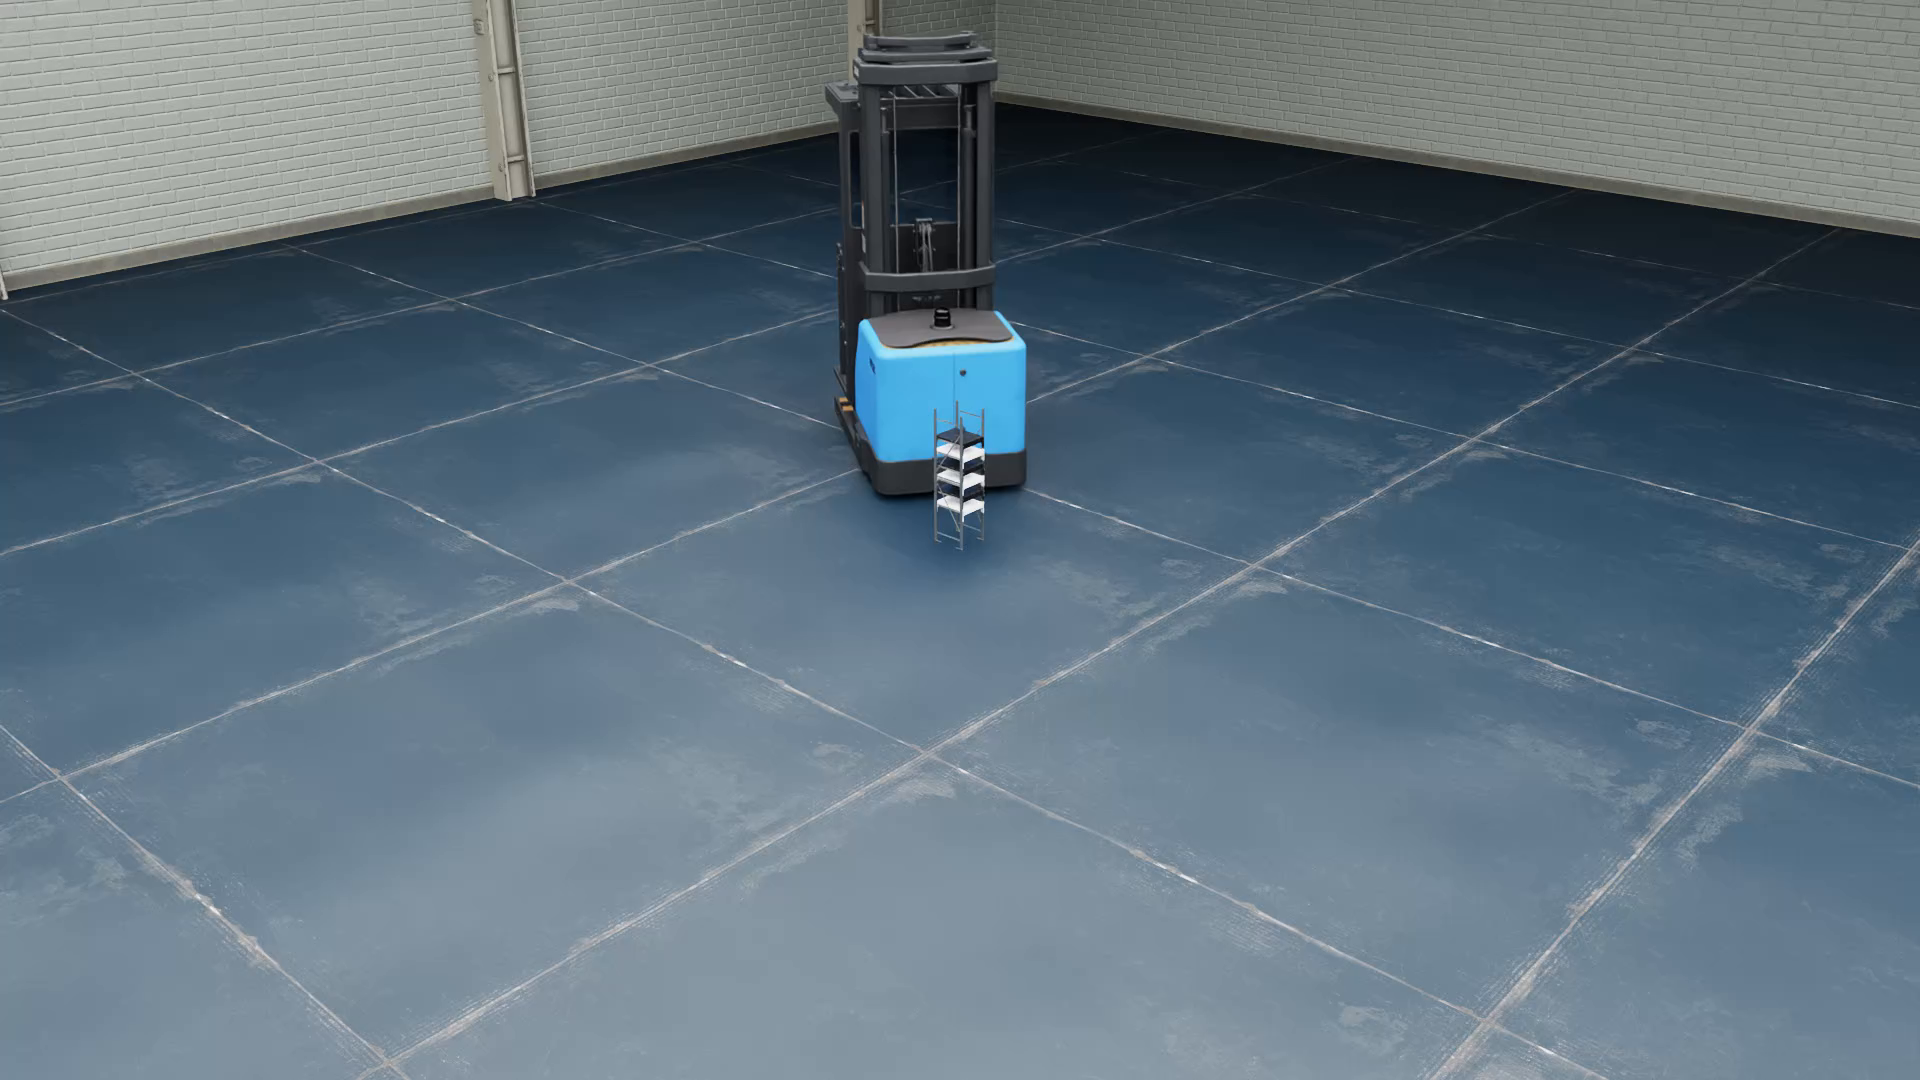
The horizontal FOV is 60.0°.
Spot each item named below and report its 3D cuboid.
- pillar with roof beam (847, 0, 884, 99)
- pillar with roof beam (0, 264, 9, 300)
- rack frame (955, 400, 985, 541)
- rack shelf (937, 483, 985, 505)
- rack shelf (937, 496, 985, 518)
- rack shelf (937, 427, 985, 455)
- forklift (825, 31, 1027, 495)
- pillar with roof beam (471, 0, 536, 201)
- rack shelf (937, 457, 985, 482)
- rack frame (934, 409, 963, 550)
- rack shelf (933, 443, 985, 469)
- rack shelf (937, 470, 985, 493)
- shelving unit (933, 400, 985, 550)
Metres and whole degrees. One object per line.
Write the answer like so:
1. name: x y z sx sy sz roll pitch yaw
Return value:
1. pillar with roof beam: 1.873 -8.878 19.551 9.100 9.000 0.400 20 31 38
2. pillar with roof beam: -6.136 -5.222 11.397 9.100 9.000 0.400 20 31 38
3. rack frame: 0.062 -0.439 10.629 0.240 0.900 0.006 20 31 38
4. rack shelf: -0.005 -0.296 10.611 0.258 0.077 0.200 20 31 38
5. rack shelf: -0.005 -0.213 10.648 0.258 0.077 0.200 20 31 38
6. rack shelf: -0.005 -0.624 10.464 0.258 0.077 0.200 20 31 38
7. forklift: -0.352 -2.218 12.115 1.130 2.935 3.031 -5 25 -11
8. pillar with roof beam: -2.132 -7.050 15.474 9.100 9.000 0.400 20 31 38
9. rack shelf: -0.005 -0.460 10.537 0.258 0.077 0.200 20 31 38
10. rack frame: -0.073 -0.377 10.491 0.240 0.900 0.006 20 31 38
11. rack shelf: -0.005 -0.542 10.500 0.258 0.077 0.200 20 31 38
12. rack shelf: -0.005 -0.378 10.574 0.258 0.077 0.200 20 31 38
13. shelving unit: -0.005 -0.408 10.560 0.258 0.900 0.210 20 31 38
